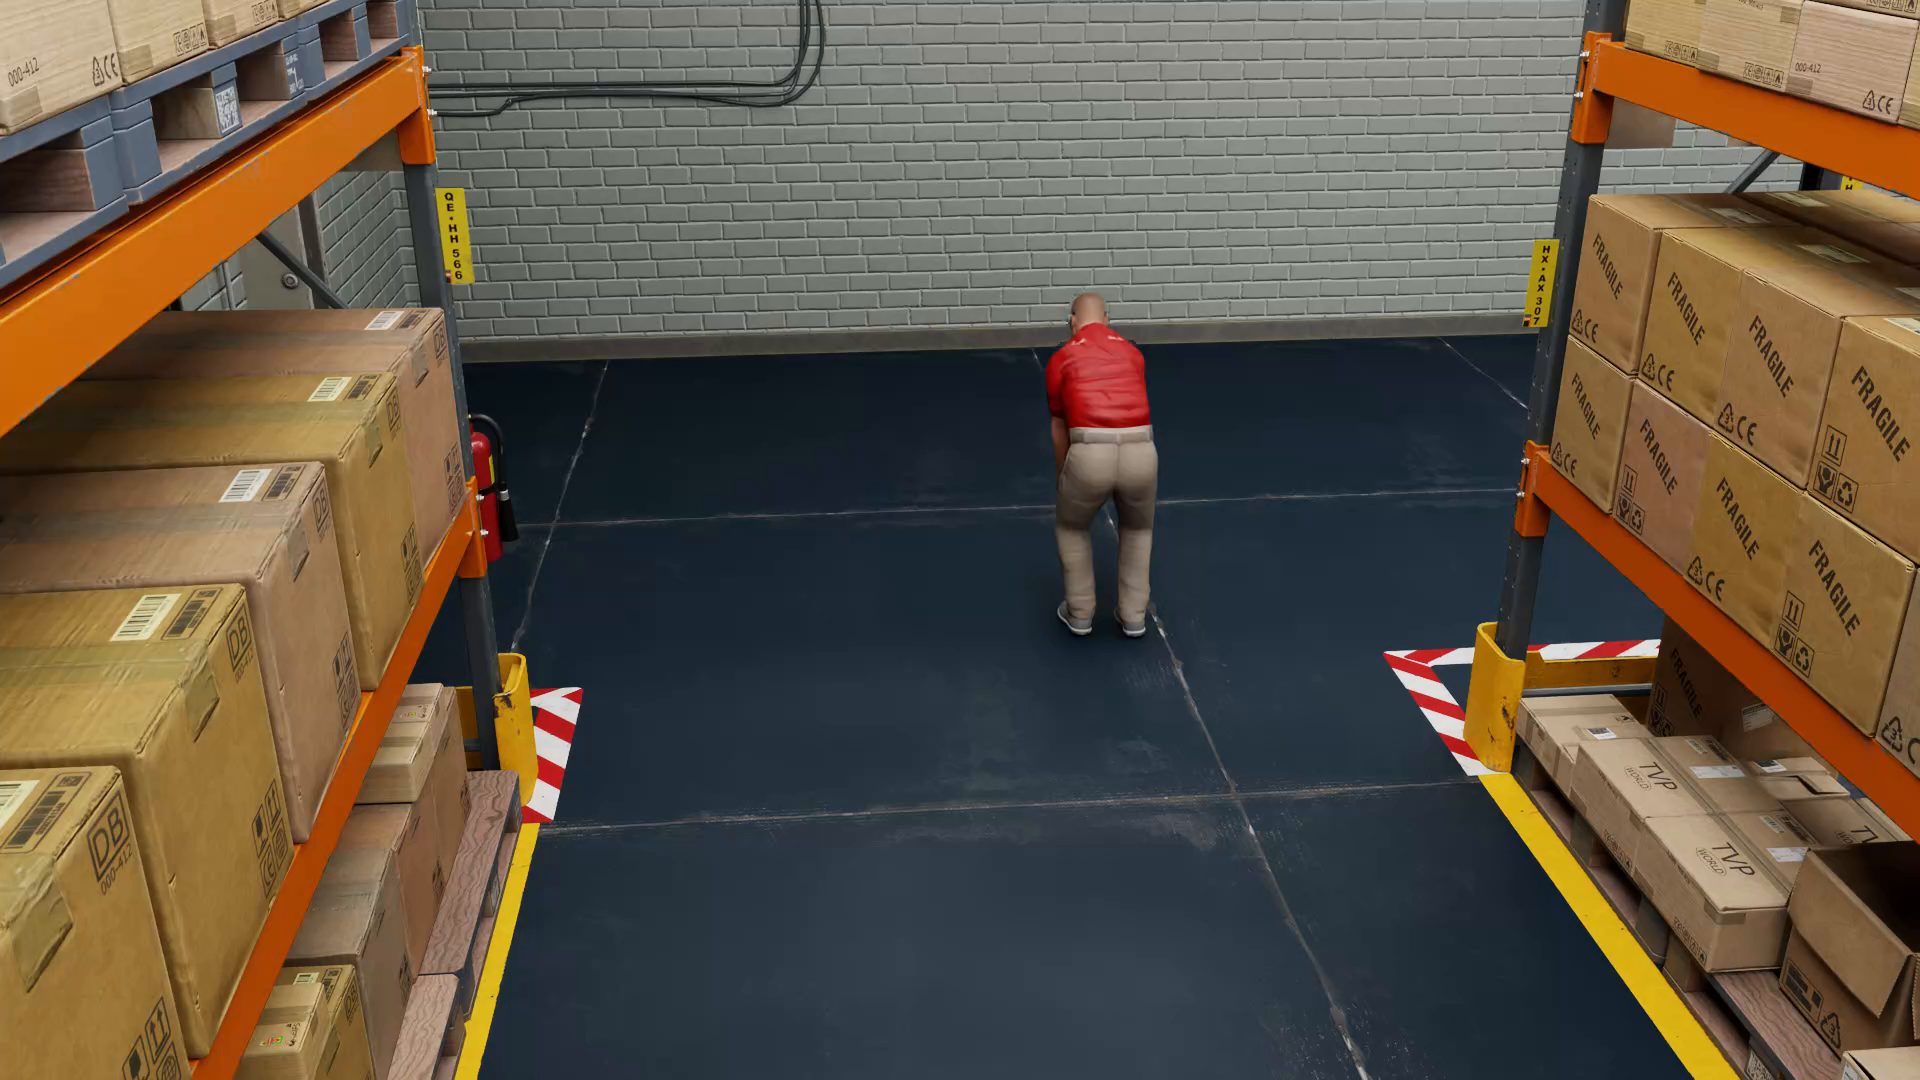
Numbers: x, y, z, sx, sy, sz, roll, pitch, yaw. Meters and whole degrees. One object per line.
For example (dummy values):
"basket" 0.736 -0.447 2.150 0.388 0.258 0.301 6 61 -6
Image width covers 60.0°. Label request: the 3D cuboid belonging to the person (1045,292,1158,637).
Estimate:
"person" 0.644 -0.329 7.692 0.486 1.482 0.779 -3 24 -6
